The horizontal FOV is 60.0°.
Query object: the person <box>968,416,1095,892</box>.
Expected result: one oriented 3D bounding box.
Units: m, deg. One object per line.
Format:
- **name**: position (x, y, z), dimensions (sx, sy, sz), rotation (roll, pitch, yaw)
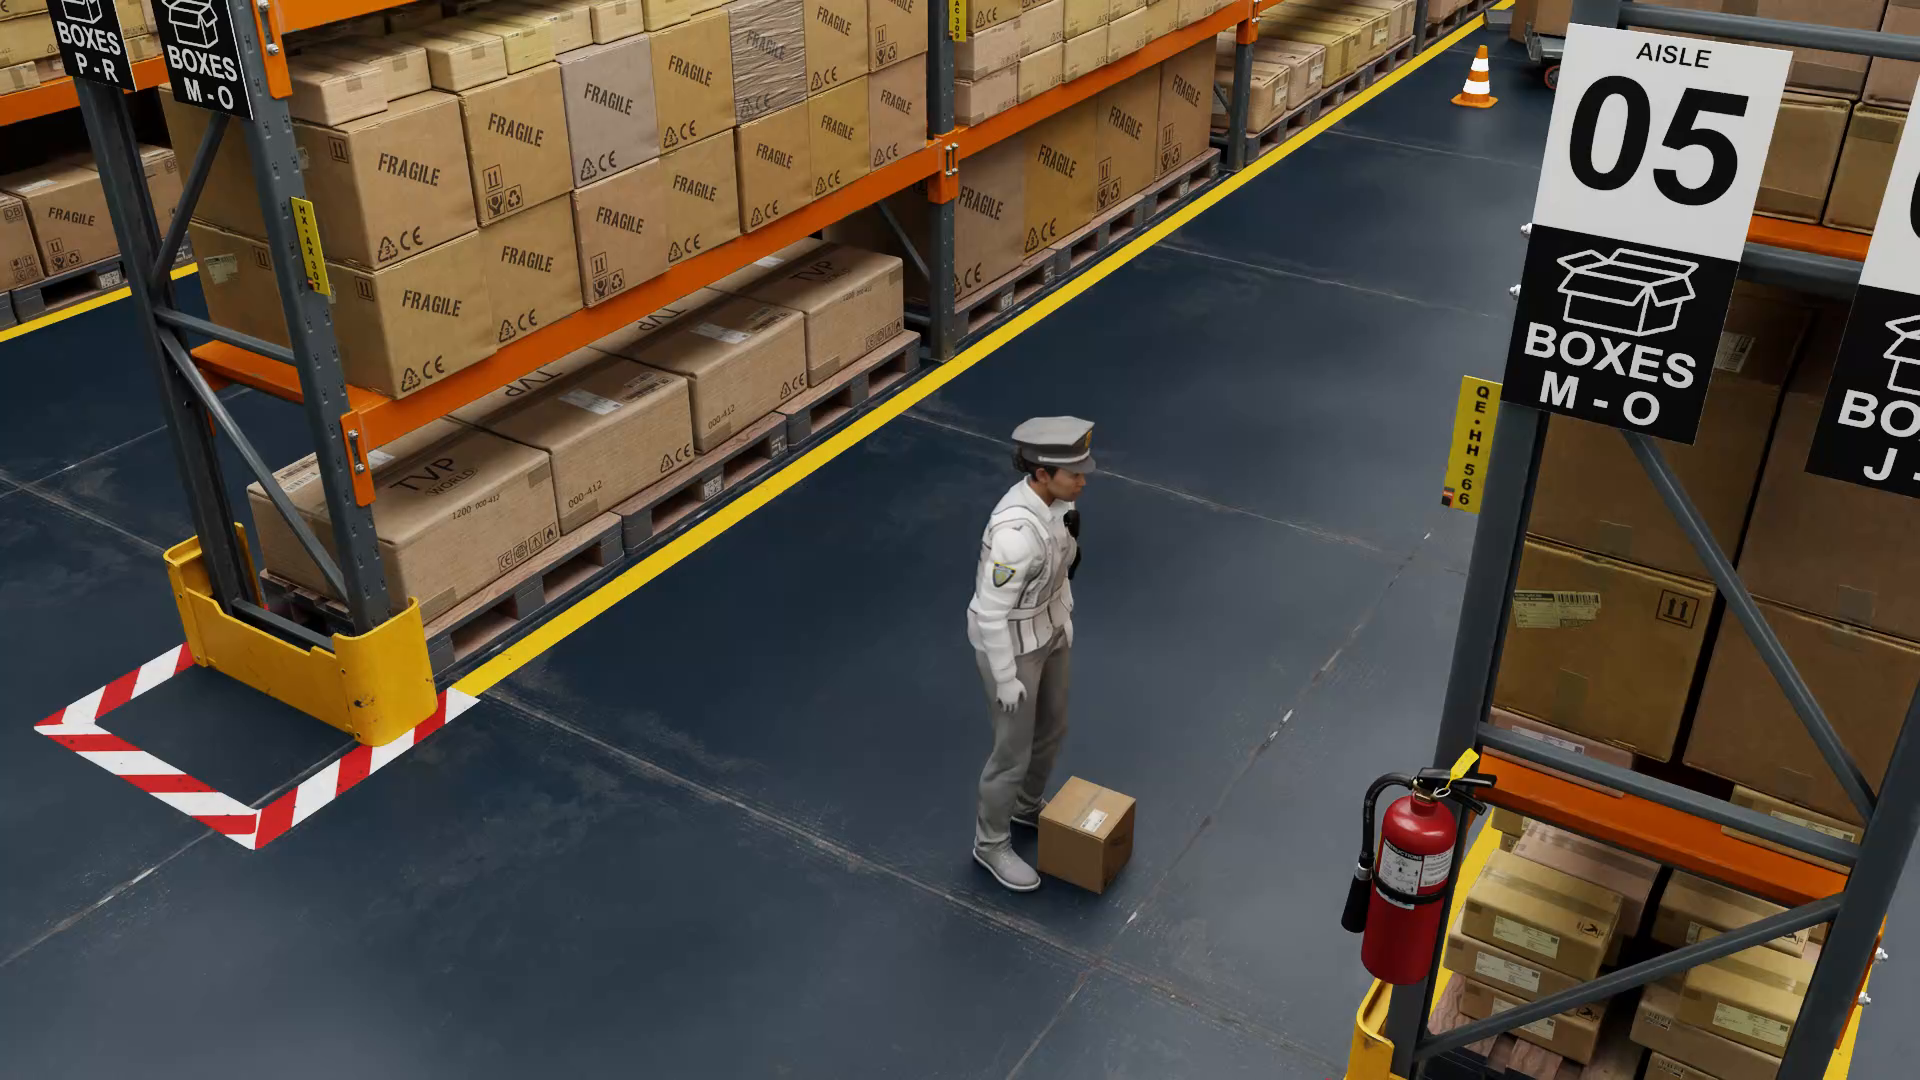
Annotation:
- **person**: position (0.233, 0.352, 5.535), dimensions (0.376, 1.663, 0.544), rotation (16, 34, 24)
